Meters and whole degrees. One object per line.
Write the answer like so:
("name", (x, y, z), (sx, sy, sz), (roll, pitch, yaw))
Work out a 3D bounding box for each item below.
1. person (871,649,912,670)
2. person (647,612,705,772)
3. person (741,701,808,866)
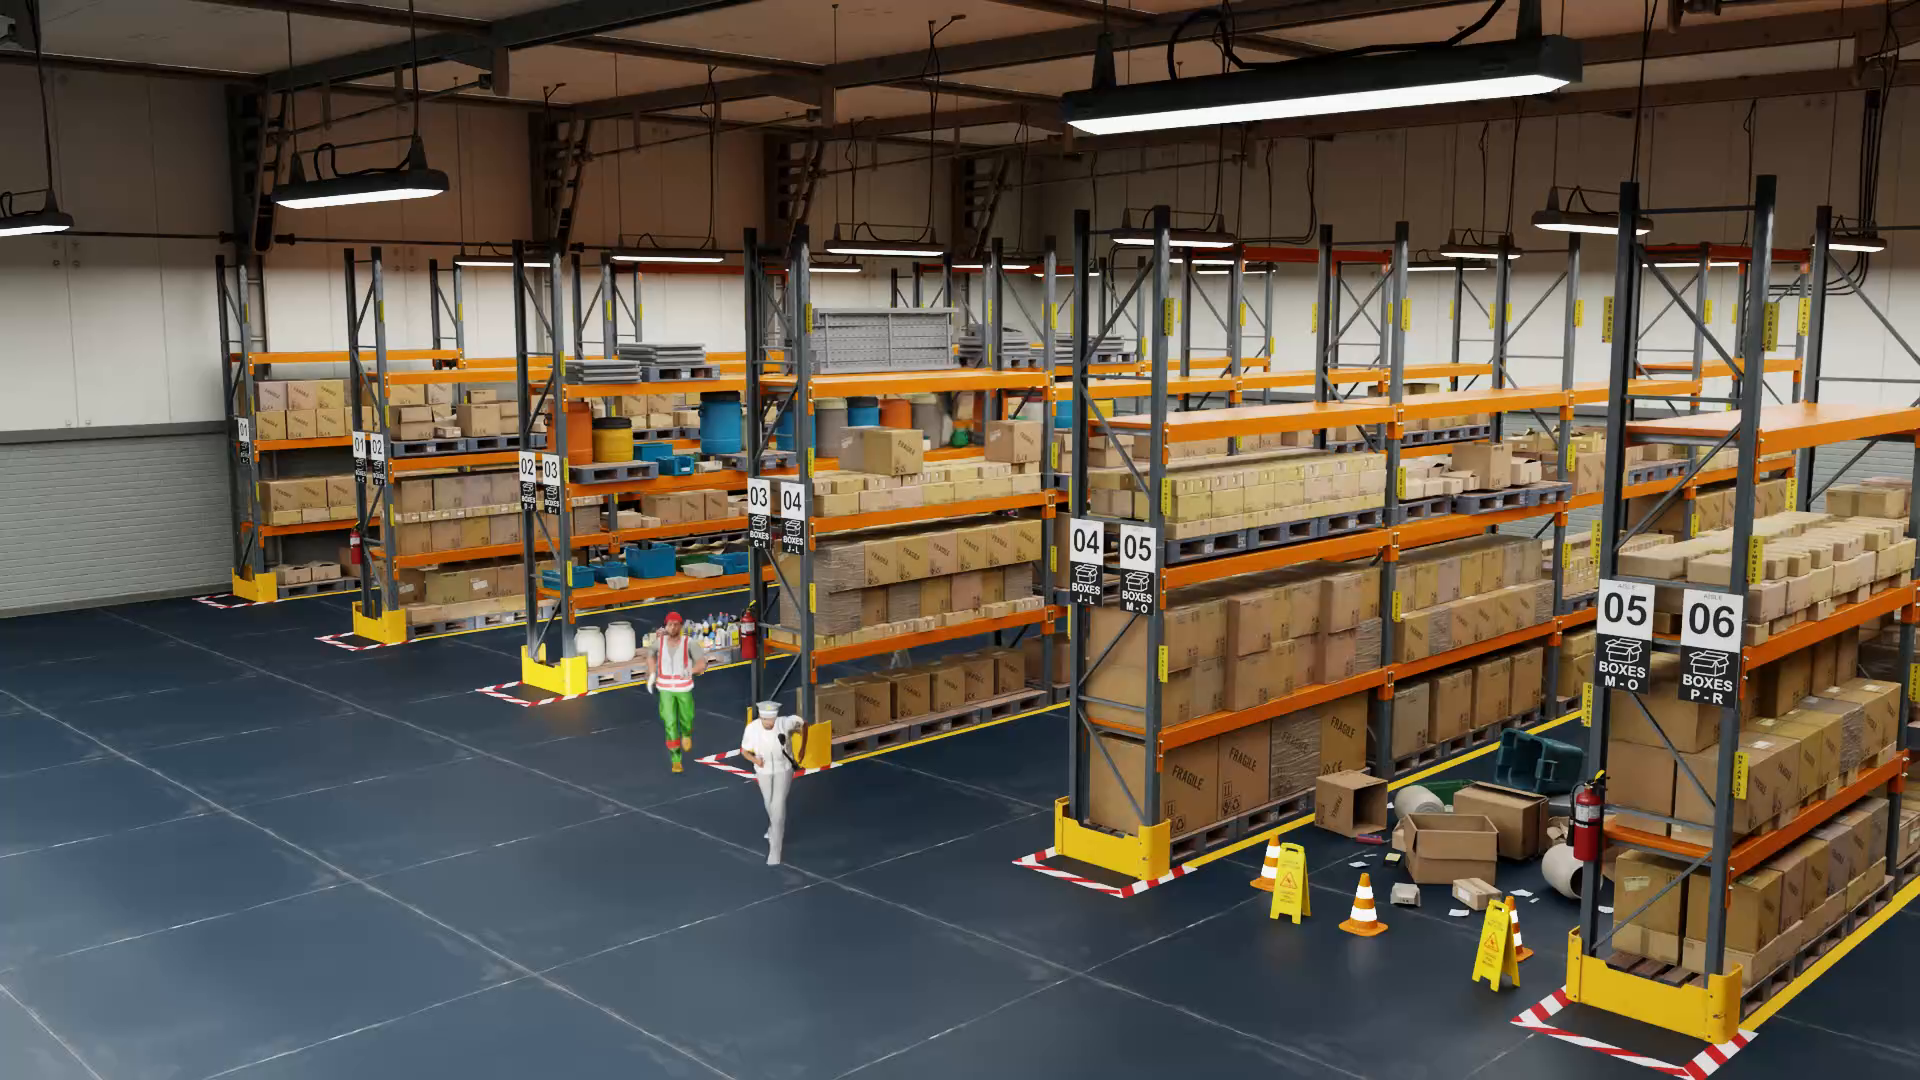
("person", (-0.973, 1.170, 22.493), (0.690, 1.613, 0.949), (7, 11, 43))
("person", (-3.171, 1.667, 18.573), (0.660, 1.763, 0.792), (-1, 8, -4))
("person", (-1.726, 2.220, 15.642), (0.616, 1.615, 0.964), (0, 8, 0))
